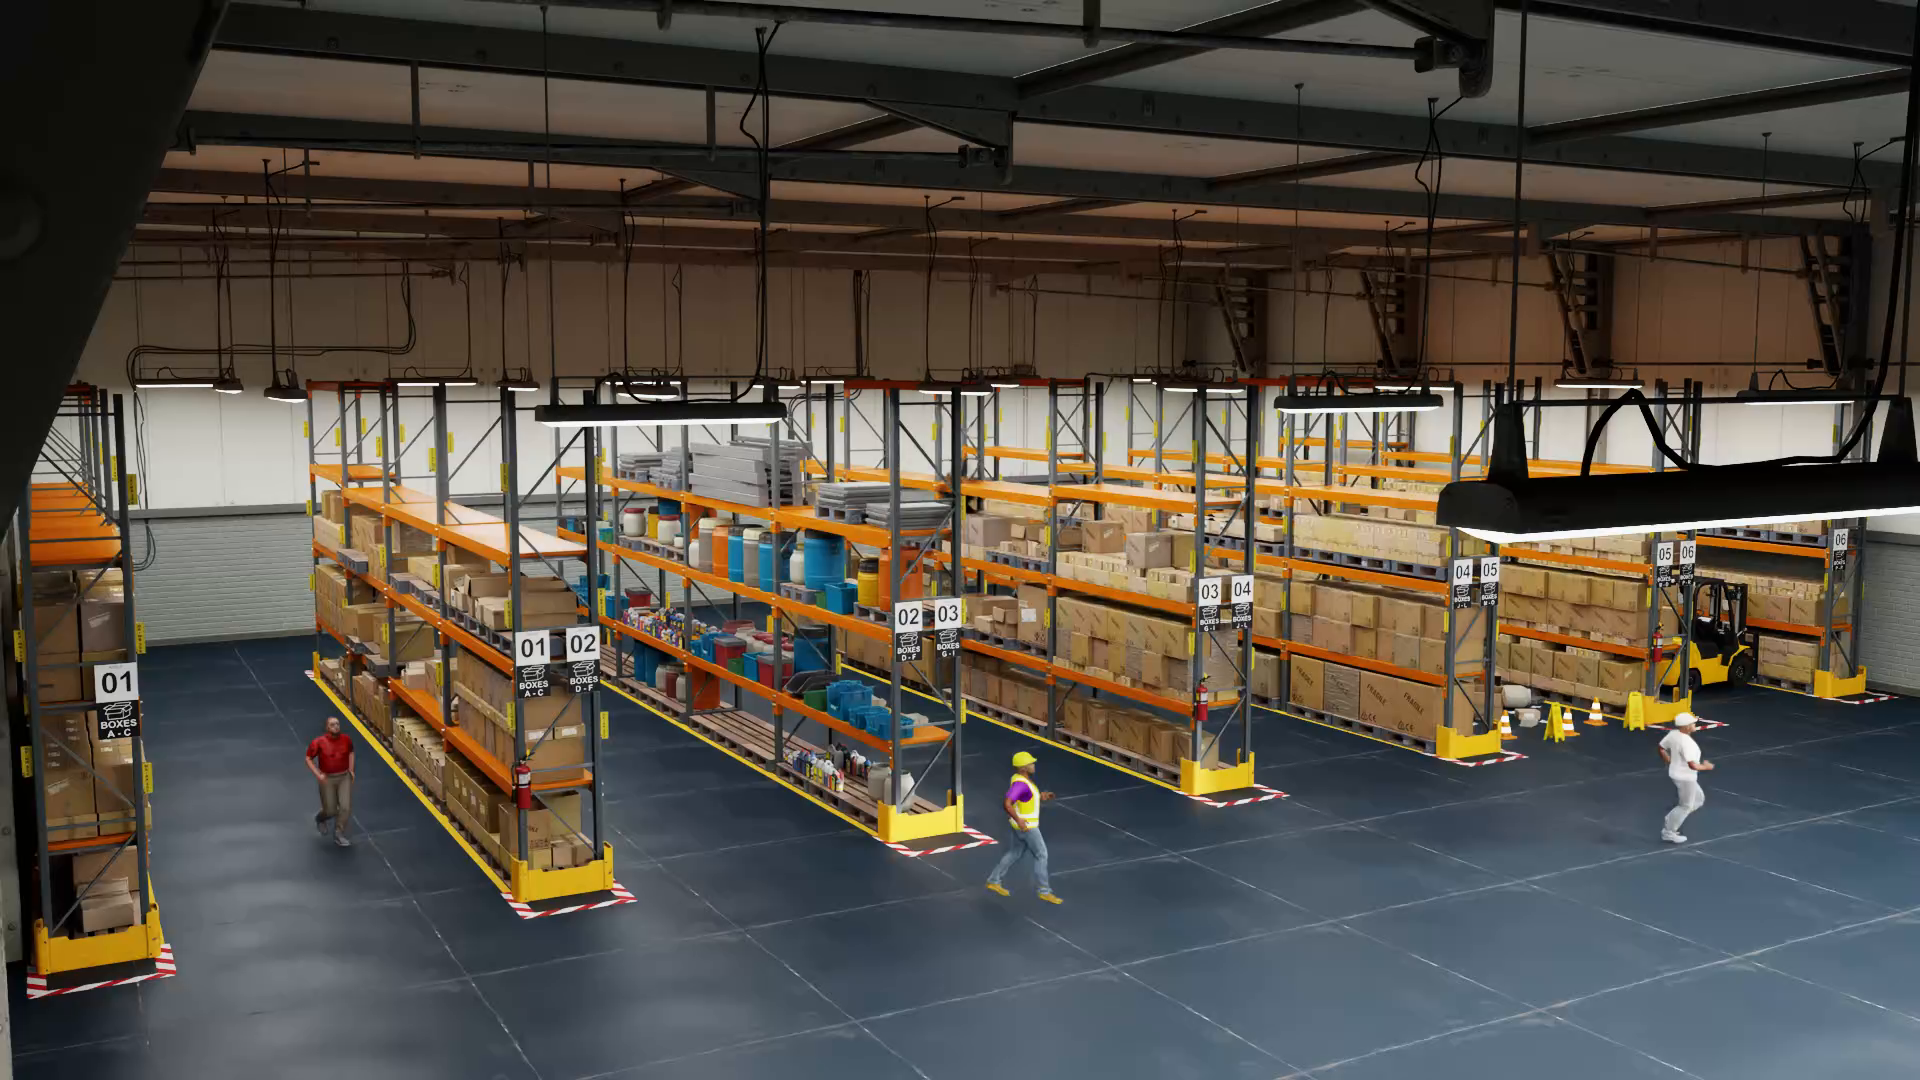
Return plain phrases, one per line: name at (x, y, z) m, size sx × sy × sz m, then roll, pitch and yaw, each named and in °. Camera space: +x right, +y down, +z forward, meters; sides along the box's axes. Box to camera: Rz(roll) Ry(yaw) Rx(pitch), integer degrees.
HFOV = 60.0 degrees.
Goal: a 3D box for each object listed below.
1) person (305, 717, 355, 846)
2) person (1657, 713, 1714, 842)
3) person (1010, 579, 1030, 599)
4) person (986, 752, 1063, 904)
person at (-8.292, 3.166, 21.968) m, size 0.660 × 1.697 × 0.656 m, roll -6°, pitch 8°, yaw -42°
person at (9.603, 3.127, 21.964) m, size 0.623 × 1.723 × 0.685 m, roll 1°, pitch 6°, yaw 6°
person at (1.401, 1.601, 36.031) m, size 0.681 × 1.584 × 0.955 m, roll -3°, pitch 7°, yaw -25°
person at (0.760, 3.305, 19.466) m, size 0.879 × 1.677 × 0.684 m, roll -1°, pitch 6°, yaw -8°
